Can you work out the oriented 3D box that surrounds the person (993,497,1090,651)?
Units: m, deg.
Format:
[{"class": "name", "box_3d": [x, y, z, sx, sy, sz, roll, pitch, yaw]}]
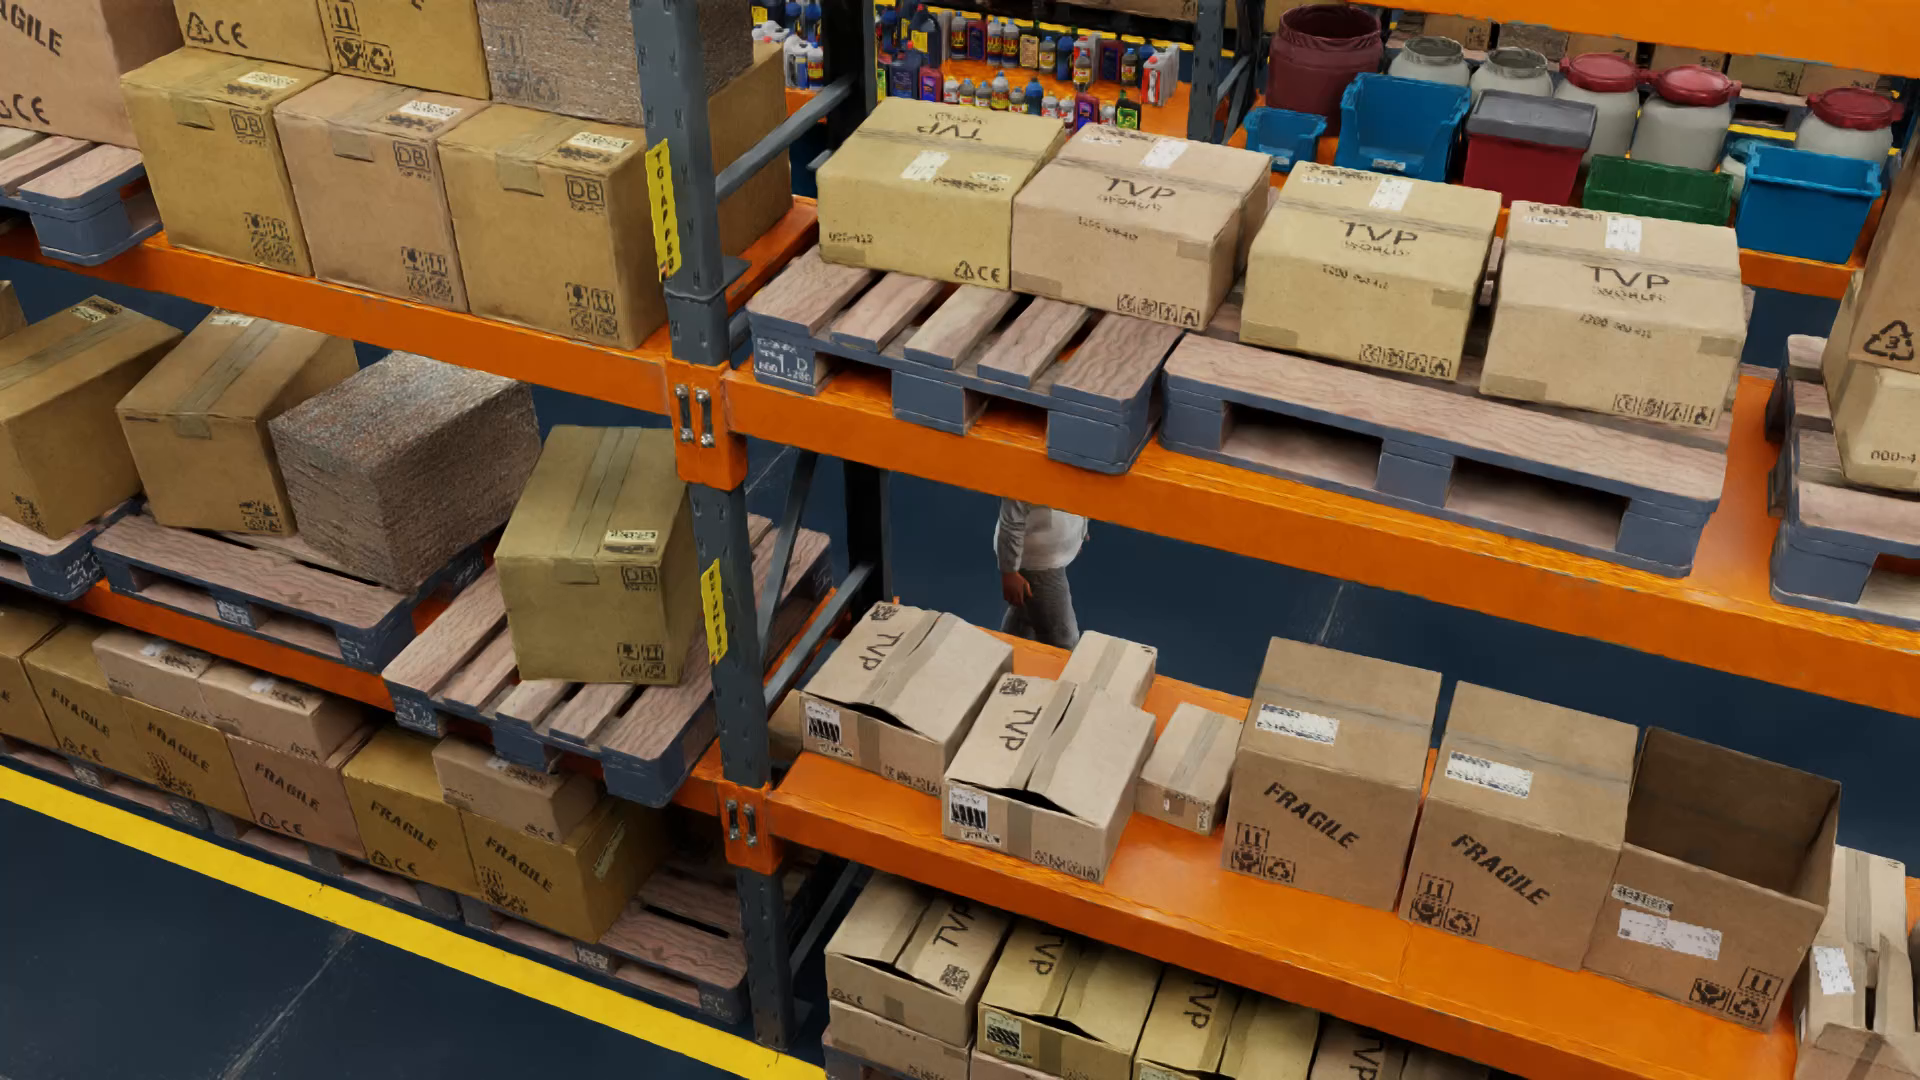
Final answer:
[{"class": "person", "box_3d": [0.409, 0.024, 6.757, 0.608, 1.765, 0.540, 11, 39, 15]}]
